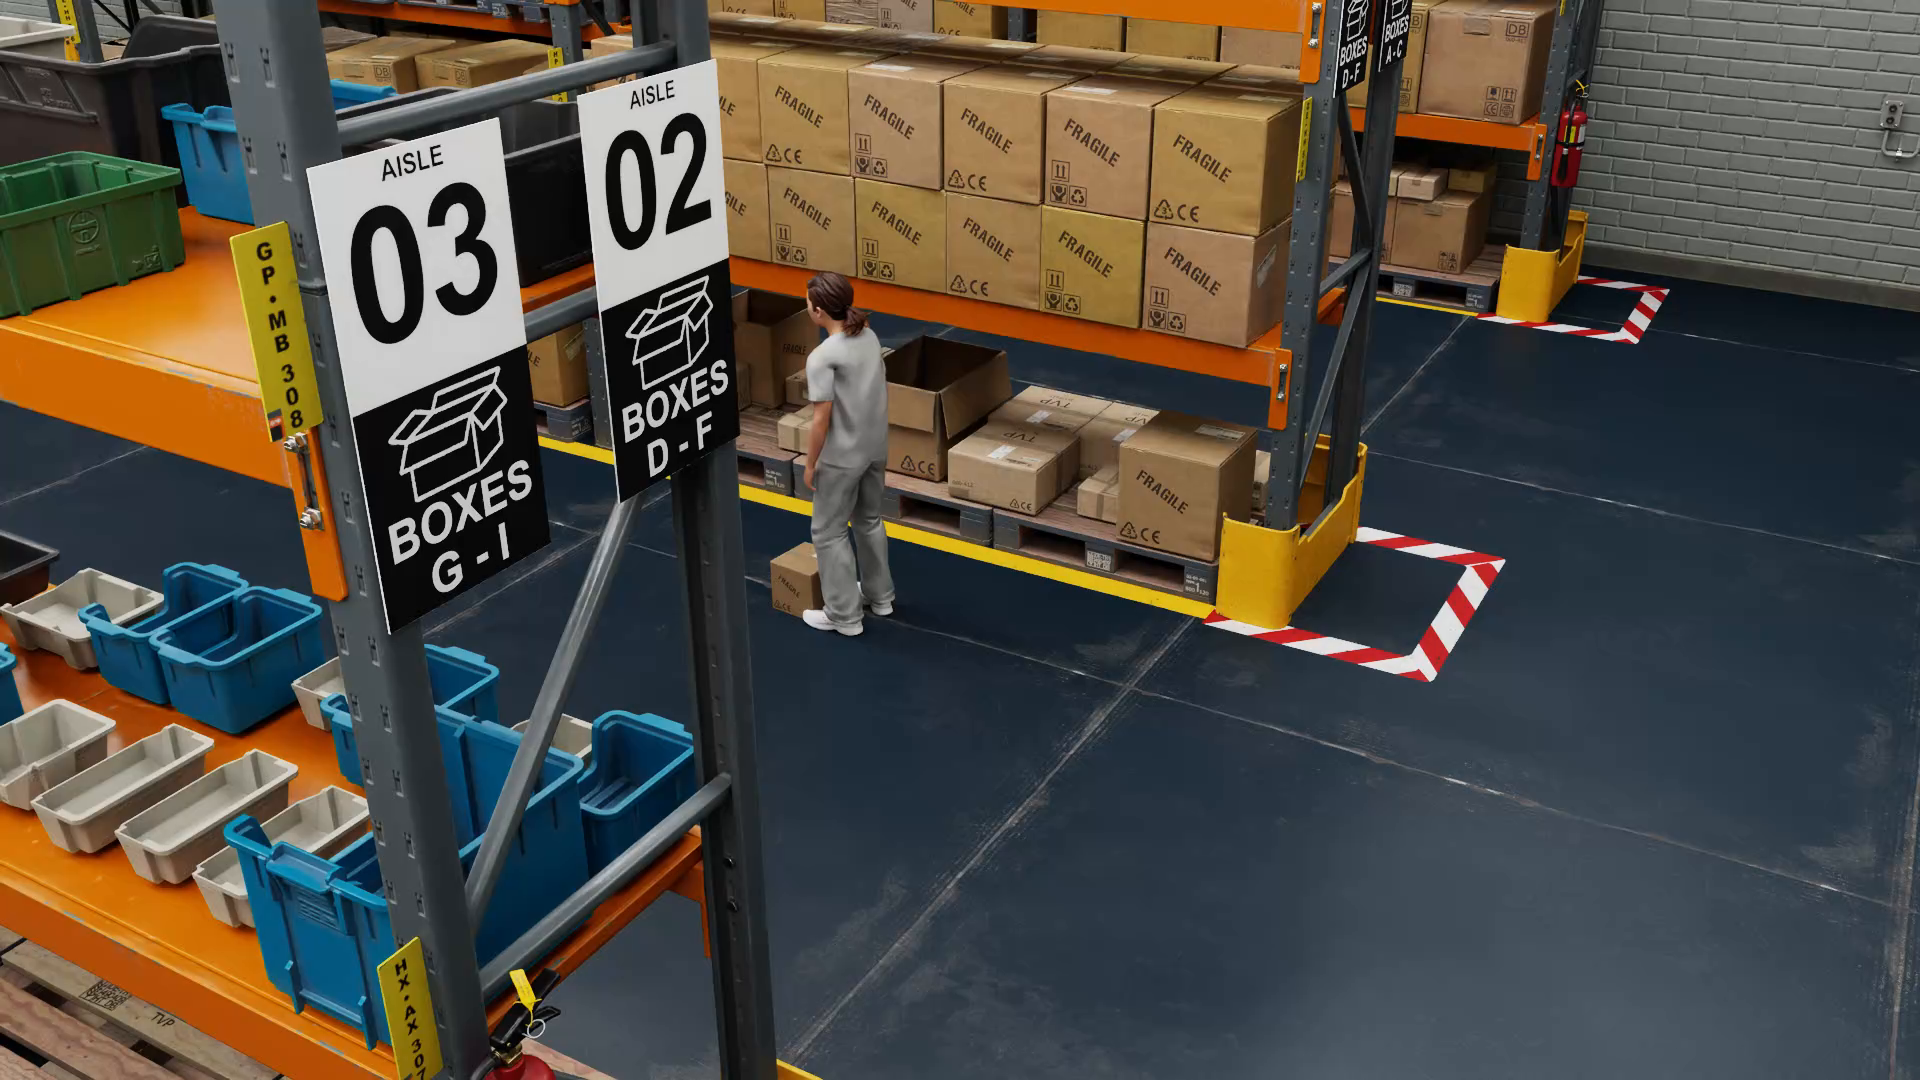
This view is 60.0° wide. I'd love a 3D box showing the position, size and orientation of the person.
[{"bbox_3d":[-0.505,-0.377,7.368,0.359,1.673,0.485,19,32,33],"label":"person"}]
